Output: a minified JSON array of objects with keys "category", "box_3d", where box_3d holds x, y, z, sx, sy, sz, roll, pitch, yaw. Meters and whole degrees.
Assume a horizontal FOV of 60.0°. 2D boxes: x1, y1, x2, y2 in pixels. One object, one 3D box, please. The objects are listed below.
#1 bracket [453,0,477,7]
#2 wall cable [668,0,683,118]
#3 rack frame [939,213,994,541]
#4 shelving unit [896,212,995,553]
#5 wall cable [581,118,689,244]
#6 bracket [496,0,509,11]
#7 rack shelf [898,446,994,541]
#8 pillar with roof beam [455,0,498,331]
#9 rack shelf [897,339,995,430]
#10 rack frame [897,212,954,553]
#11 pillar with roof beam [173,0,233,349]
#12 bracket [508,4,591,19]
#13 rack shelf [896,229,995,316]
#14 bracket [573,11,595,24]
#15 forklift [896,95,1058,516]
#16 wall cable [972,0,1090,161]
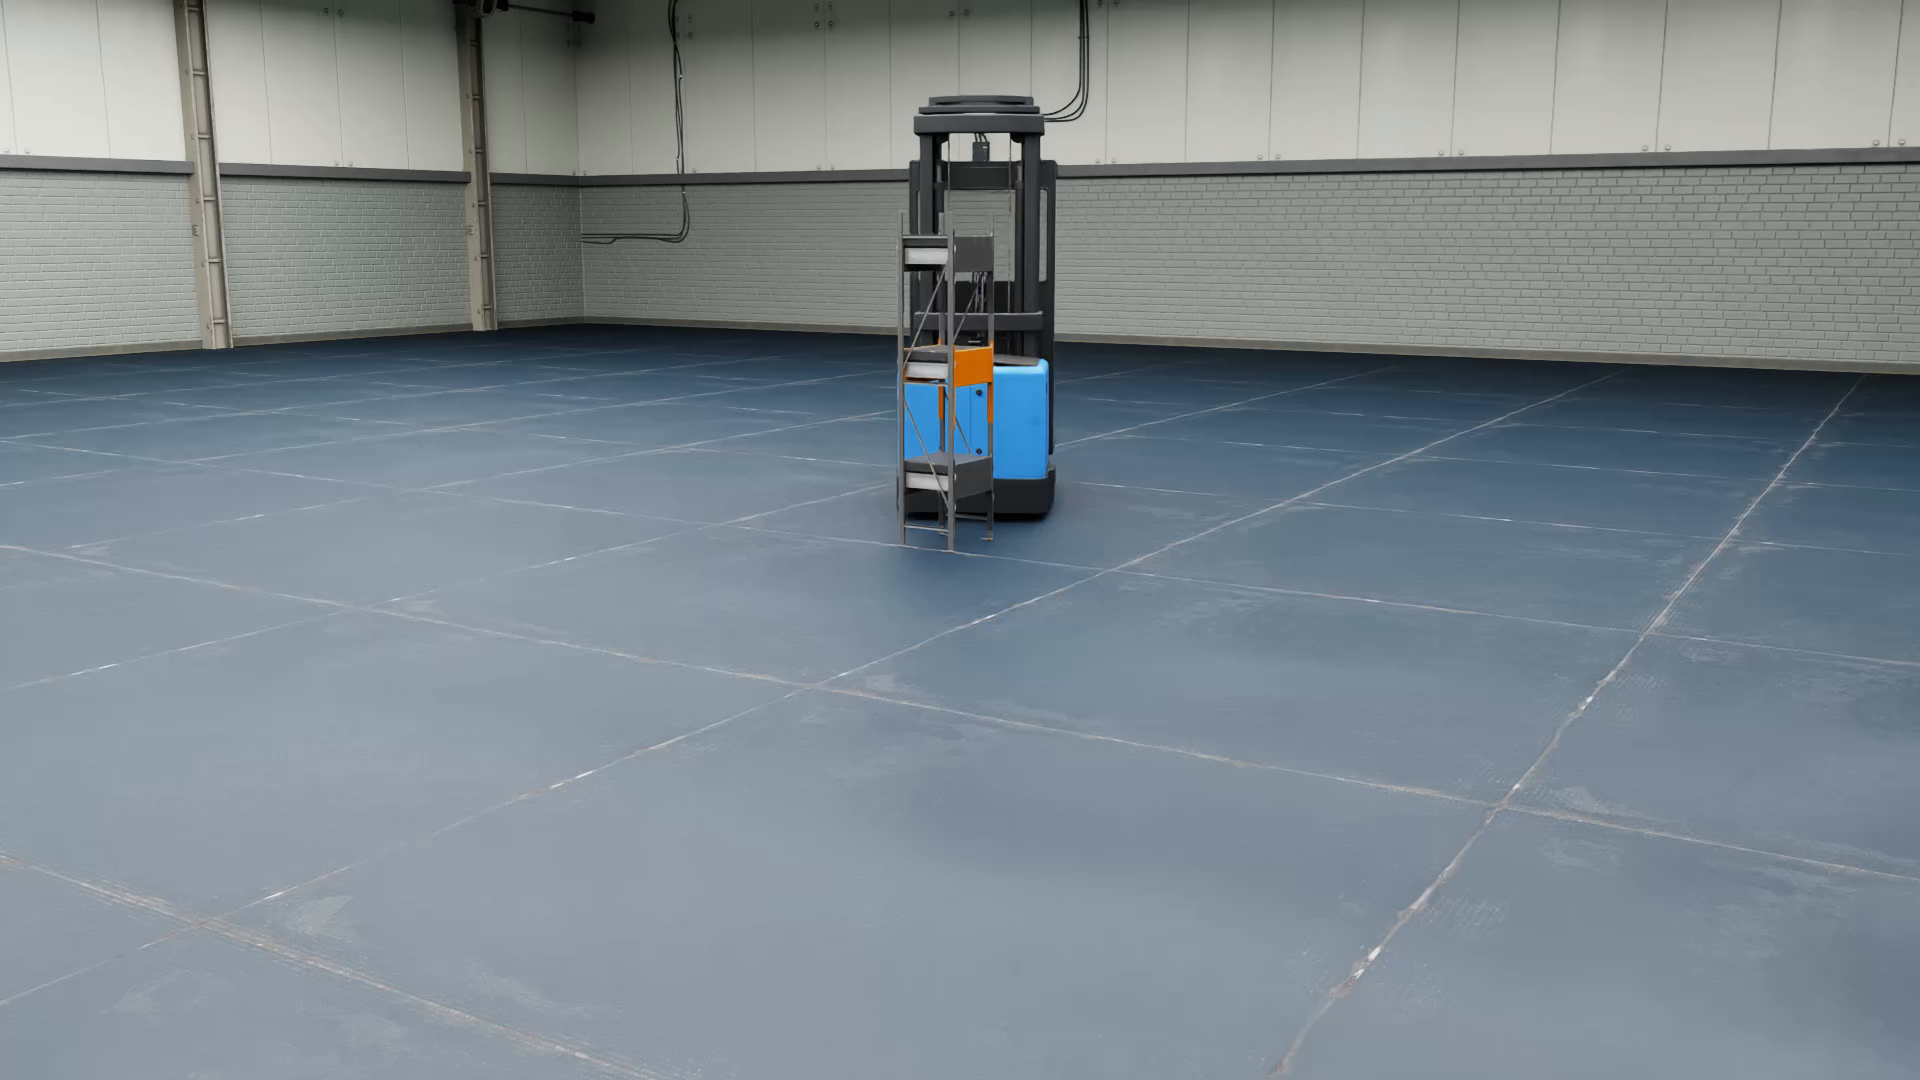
[{"category":"bracket","box_3d":[-9.449,-10.308,31.694,0.235,0.232,0.430,6,12,31]},{"category":"wall cable","box_3d":[-4.565,-9.673,32.795,3.097,2.526,0.112,6,12,31]},{"category":"rack frame","box_3d":[0.041,-1.044,10.741,0.400,2.100,0.015,6,12,31]},{"category":"shelving unit","box_3d":[-0.086,-1.006,10.536,0.431,2.100,0.503,6,12,31]},{"category":"wall cable","box_3d":[-6.878,-7.449,34.640,3.097,2.526,0.112,6,12,31]},{"category":"bracket","box_3d":[-9.018,-10.439,32.391,0.235,0.232,0.430,6,12,31]},{"category":"rack shelf","box_3d":[-0.086,-0.305,10.668,0.431,0.518,0.480,6,12,31]},{"category":"pillar with roof beam","box_3d":[-5.858,-8.227,30.358,9.100,9.000,0.548,6,12,31]},{"category":"rack shelf","box_3d":[-0.086,-0.993,10.539,0.431,0.518,0.480,6,12,31]},{"category":"rack frame","box_3d":[-0.213,-0.968,10.331,0.400,2.100,0.015,6,12,31]},{"category":"pillar with roof beam","box_3d":[-8.973,-7.283,25.317,9.100,9.000,0.400,6,12,31]},{"category":"bracket","box_3d":[-8.095,-10.719,33.886,0.076,0.066,3.189,6,12,31]},{"category":"rack shelf","box_3d":[-0.086,-1.681,10.410,0.431,0.518,0.480,6,12,31]},{"category":"bracket","box_3d":[-7.788,-10.811,34.382,0.235,0.232,0.430,6,12,31]},{"category":"forklift","box_3d":[0.185,-1.834,12.702,1.130,2.935,3.031,1,11,4]},{"category":"wall cable","box_3d":[1.228,-9.737,29.184,2.305,6.003,0.169,6,12,31]}]
